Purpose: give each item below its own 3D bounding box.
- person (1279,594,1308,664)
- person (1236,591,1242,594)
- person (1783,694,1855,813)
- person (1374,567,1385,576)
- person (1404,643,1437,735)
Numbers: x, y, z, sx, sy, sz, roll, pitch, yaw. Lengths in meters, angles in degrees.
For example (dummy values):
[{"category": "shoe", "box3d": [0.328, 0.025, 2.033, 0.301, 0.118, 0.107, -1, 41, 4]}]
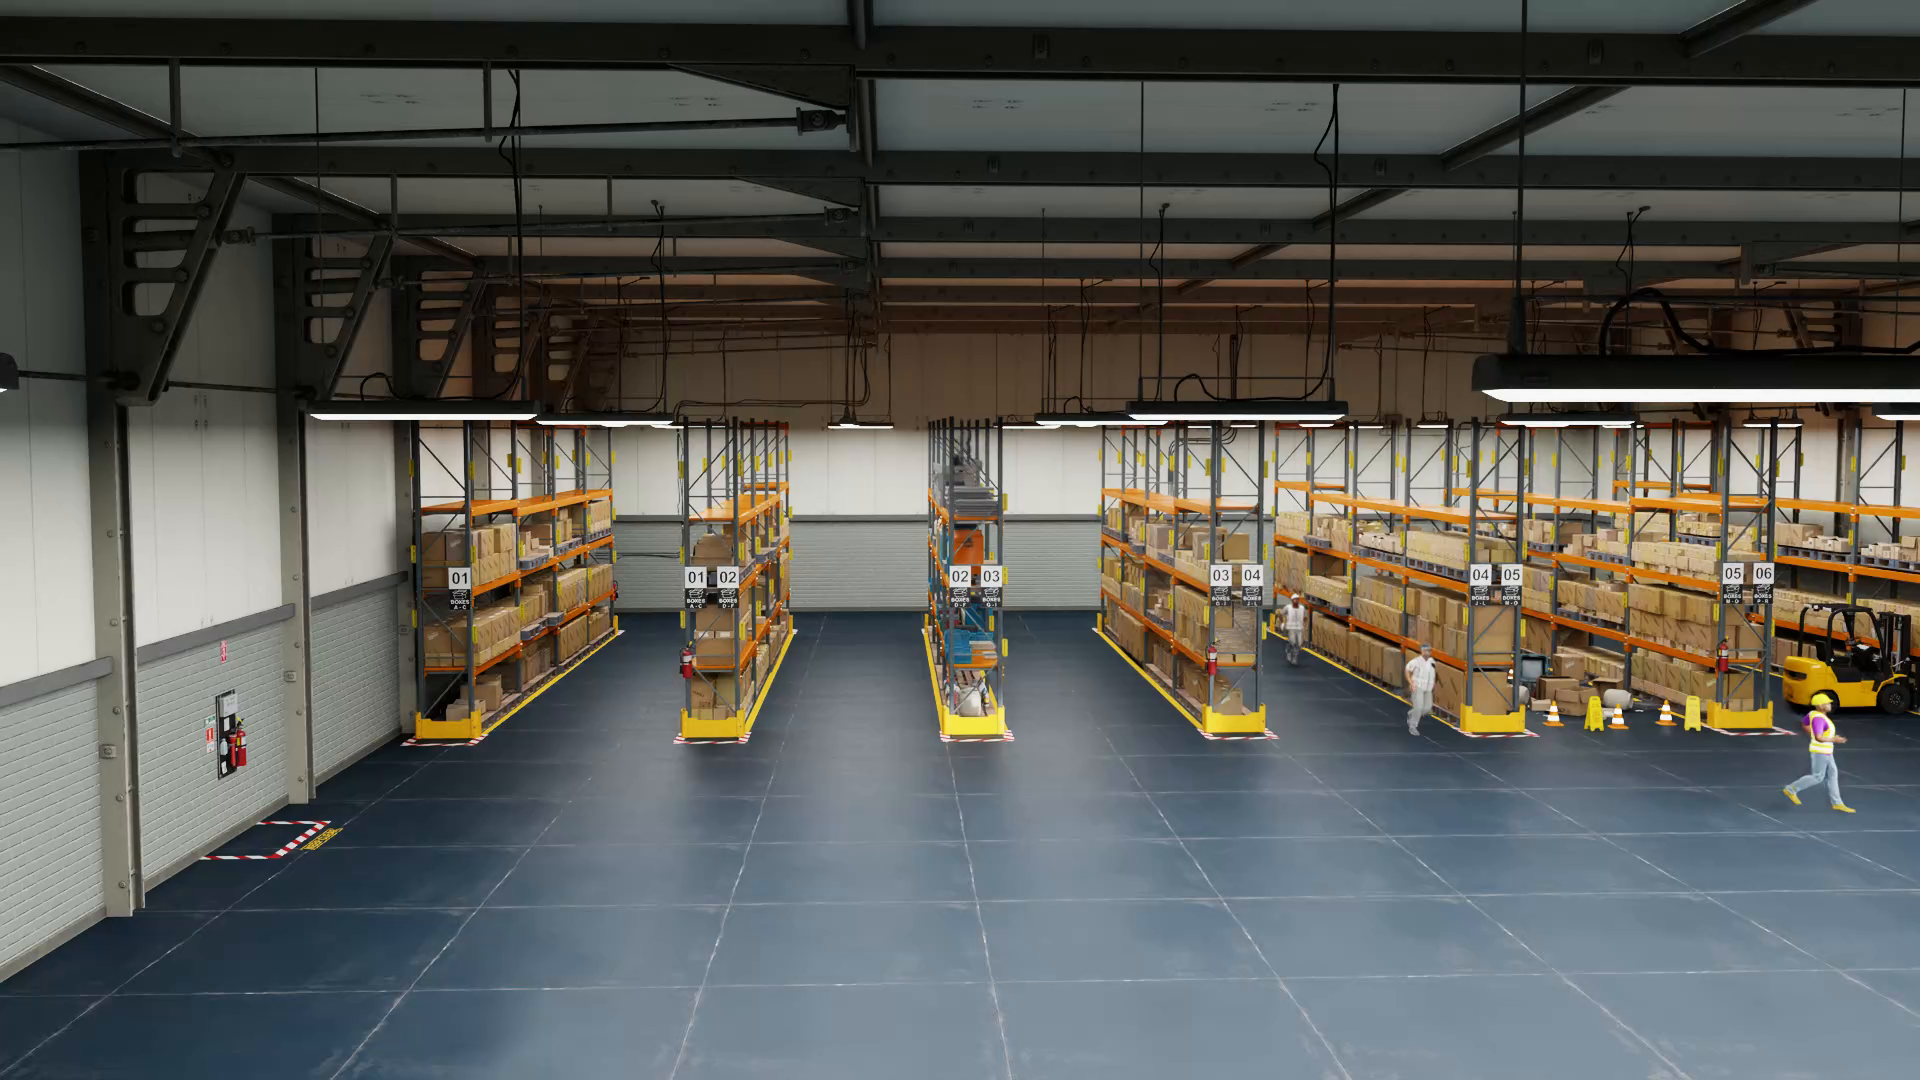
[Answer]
[{"category": "person", "box3d": [8.206, 2.192, 40.702, 0.675, 1.739, 0.597, 0, 4, -5]}, {"category": "person", "box3d": [8.027, 1.746, 47.915, 0.733, 1.698, 0.560, 3, 5, 35]}, {"category": "person", "box3d": [12.920, 3.192, 24.971, 0.972, 1.765, 0.701, 2, 4, 30]}, {"category": "person", "box3d": [12.393, 1.630, 49.297, 0.676, 1.789, 0.680, 0, 4, 3]}, {"category": "person", "box3d": [8.769, 2.813, 31.679, 0.704, 1.732, 0.583, -1, 4, -22]}]
